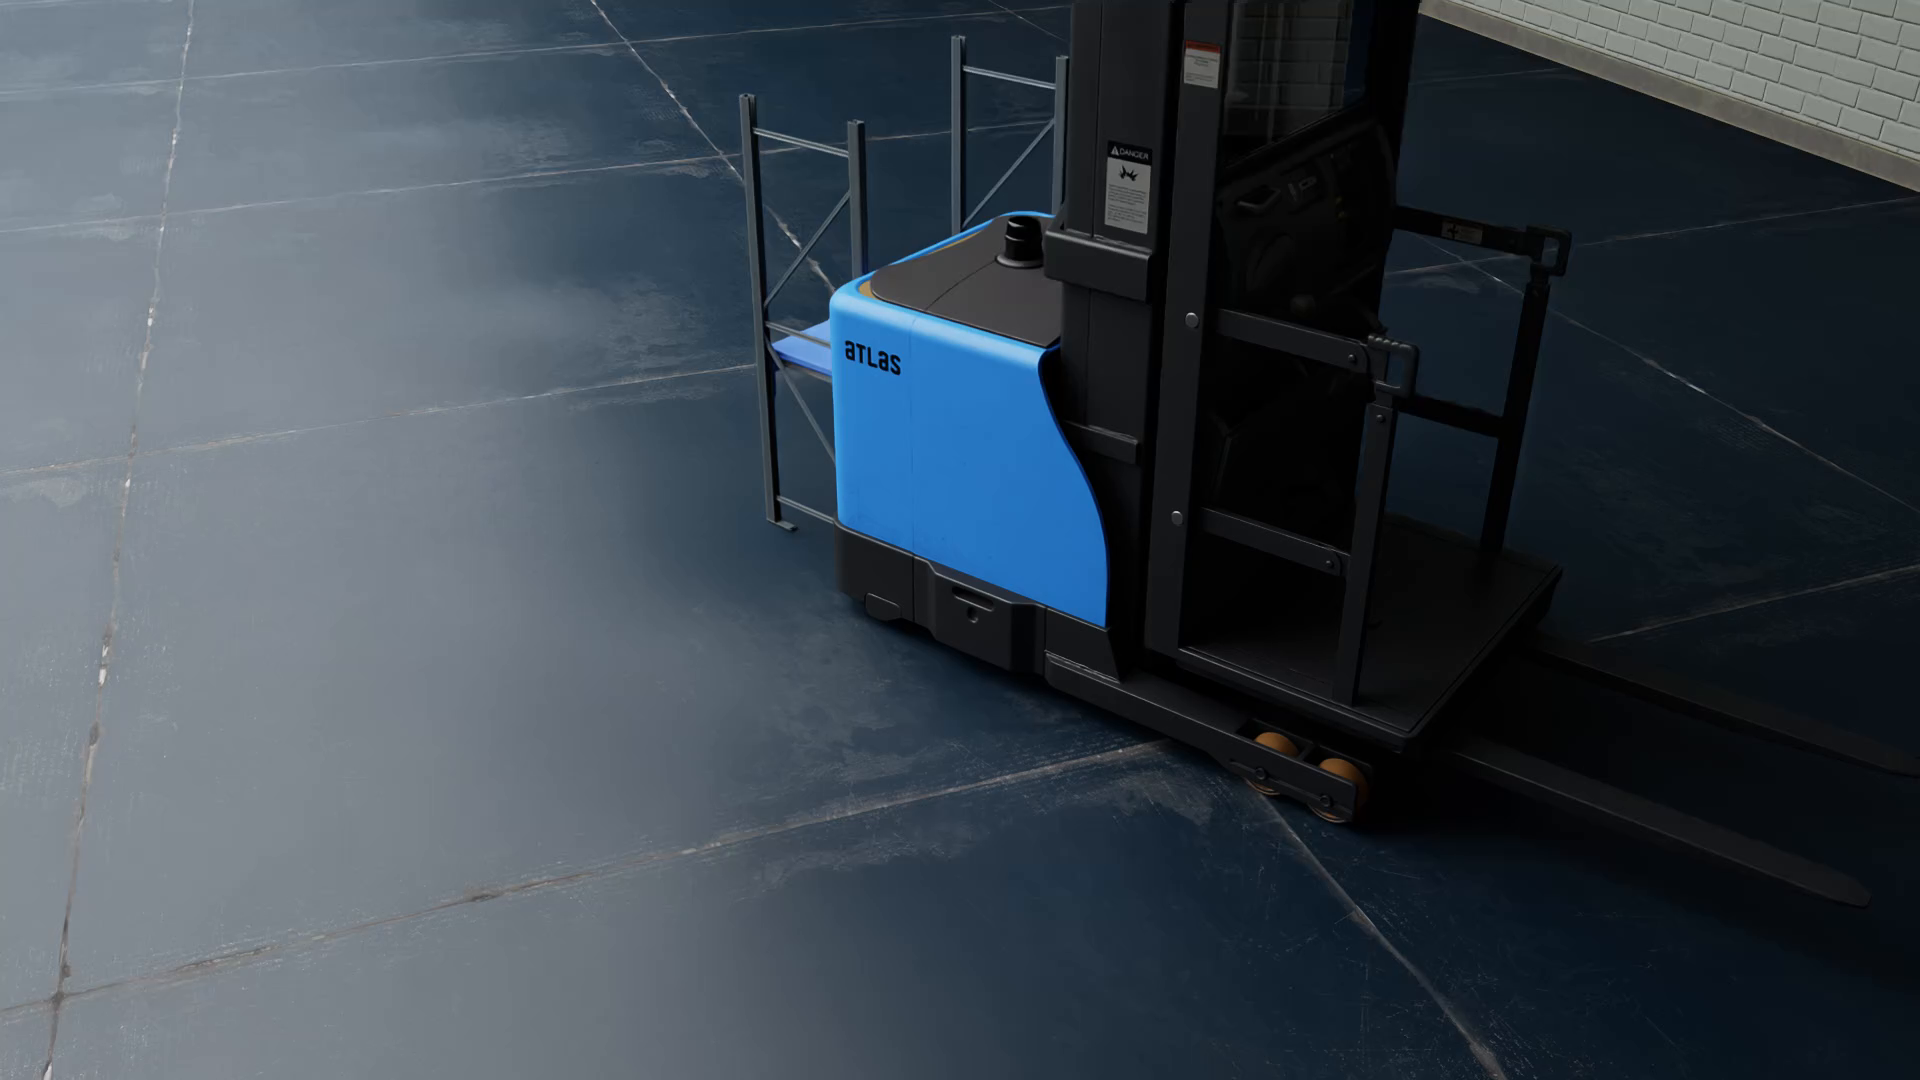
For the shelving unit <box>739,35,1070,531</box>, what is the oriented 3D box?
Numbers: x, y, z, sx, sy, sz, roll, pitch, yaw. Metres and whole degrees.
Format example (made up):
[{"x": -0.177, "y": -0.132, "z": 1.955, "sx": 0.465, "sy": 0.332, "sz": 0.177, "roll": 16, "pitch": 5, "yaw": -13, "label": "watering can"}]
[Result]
[{"x": -0.154, "y": -0.838, "z": 5.706, "sx": 0.538, "sy": 1.500, "sz": 1.048, "roll": 22, "pitch": 37, "yaw": 34, "label": "shelving unit"}]

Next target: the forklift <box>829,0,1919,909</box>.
[{"x": 1.079, "y": -0.820, "z": 4.229, "sx": 3.031, "sy": 2.935, "sz": 1.130, "roll": 21, "pitch": 36, "yaw": 32, "label": "forklift"}]

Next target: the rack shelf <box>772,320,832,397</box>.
[{"x": -0.154, "y": -0.682, "z": 5.795, "sx": 0.538, "sy": 0.185, "sz": 1.000, "roll": 22, "pitch": 37, "yaw": 34, "label": "rack shelf"}]

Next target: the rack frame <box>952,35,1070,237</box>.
[{"x": 0.172, "y": -1.031, "z": 6.045, "sx": 0.500, "sy": 1.500, "sz": 0.032, "roll": 22, "pitch": 37, "yaw": 34, "label": "rack frame"}]

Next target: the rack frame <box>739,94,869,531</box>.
[{"x": -0.479, "y": -0.645, "z": 5.367, "sx": 0.500, "sy": 1.500, "sz": 0.032, "roll": 22, "pitch": 37, "yaw": 34, "label": "rack frame"}]
